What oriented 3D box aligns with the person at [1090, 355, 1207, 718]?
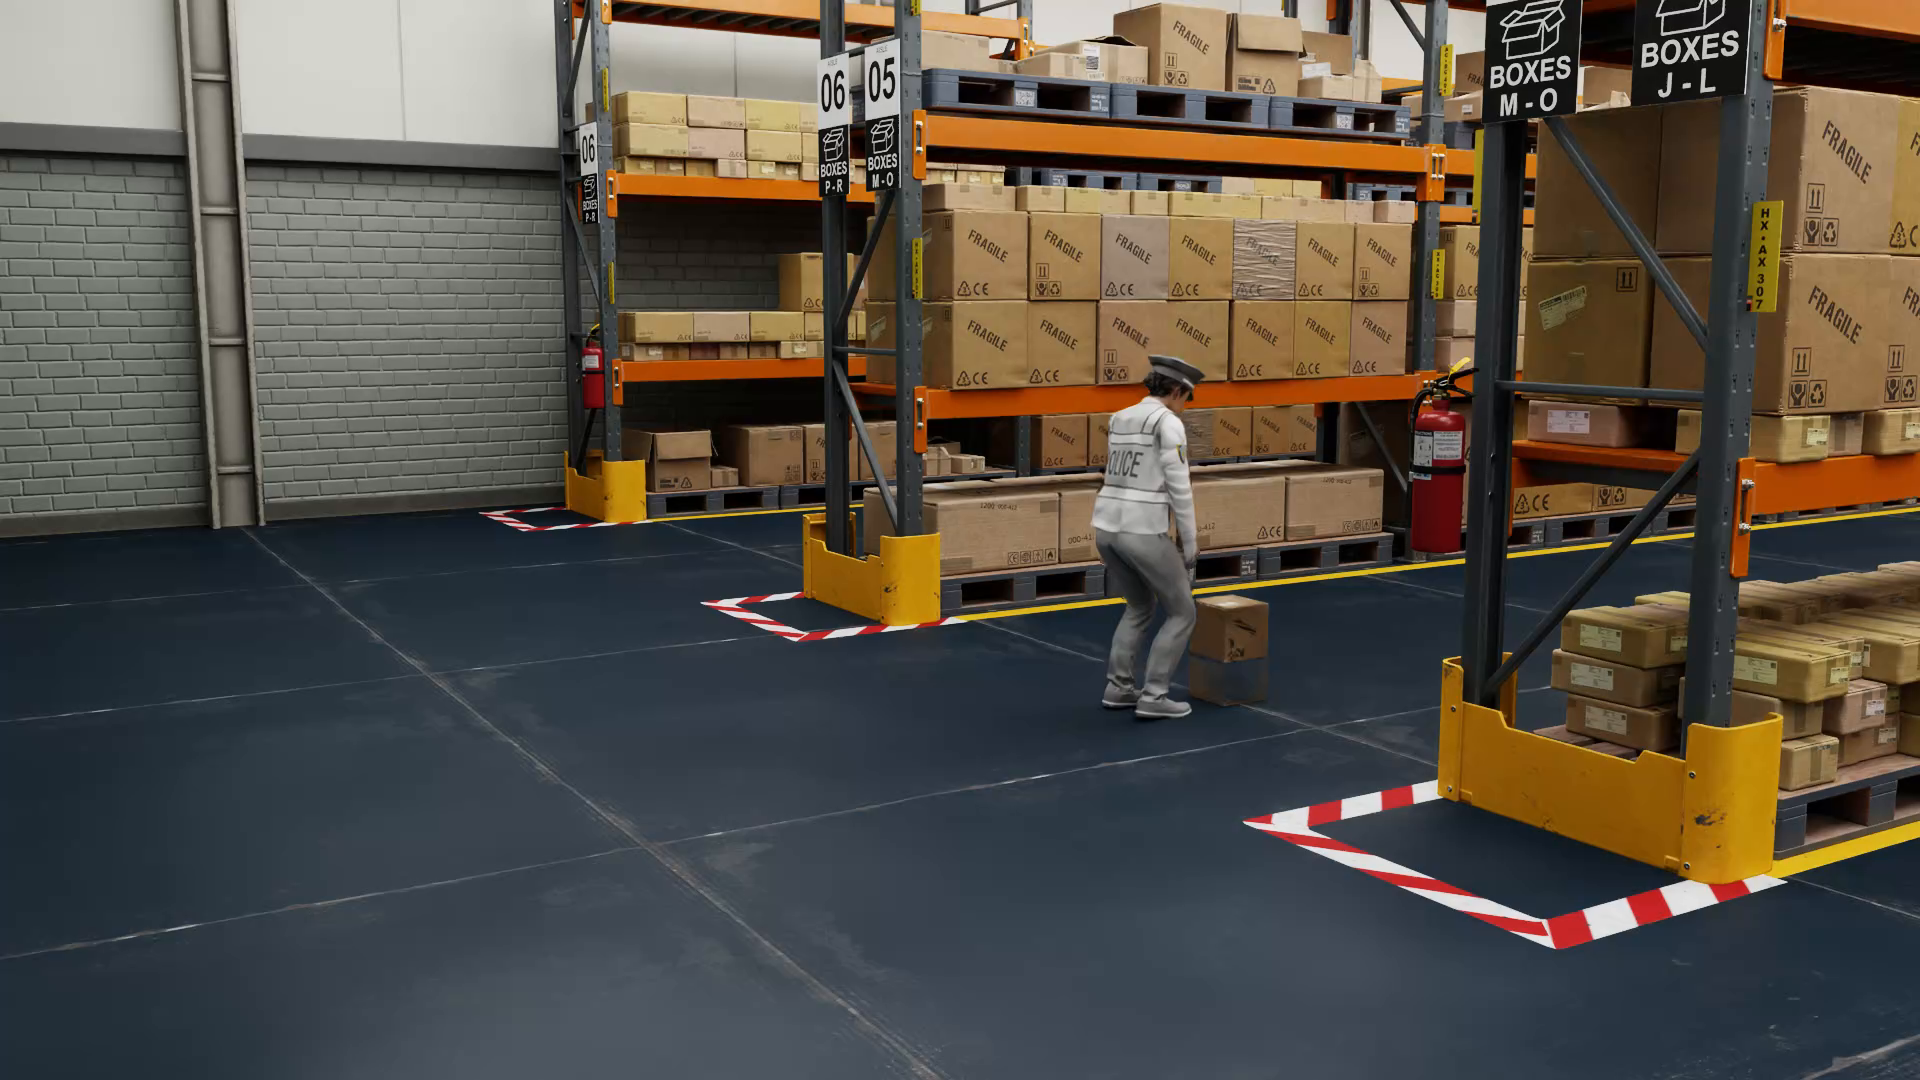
[{"bbox_3d":[0.827,-0.019,7.310,0.526,1.576,0.516,-5,10,-30],"label":"person"}]
